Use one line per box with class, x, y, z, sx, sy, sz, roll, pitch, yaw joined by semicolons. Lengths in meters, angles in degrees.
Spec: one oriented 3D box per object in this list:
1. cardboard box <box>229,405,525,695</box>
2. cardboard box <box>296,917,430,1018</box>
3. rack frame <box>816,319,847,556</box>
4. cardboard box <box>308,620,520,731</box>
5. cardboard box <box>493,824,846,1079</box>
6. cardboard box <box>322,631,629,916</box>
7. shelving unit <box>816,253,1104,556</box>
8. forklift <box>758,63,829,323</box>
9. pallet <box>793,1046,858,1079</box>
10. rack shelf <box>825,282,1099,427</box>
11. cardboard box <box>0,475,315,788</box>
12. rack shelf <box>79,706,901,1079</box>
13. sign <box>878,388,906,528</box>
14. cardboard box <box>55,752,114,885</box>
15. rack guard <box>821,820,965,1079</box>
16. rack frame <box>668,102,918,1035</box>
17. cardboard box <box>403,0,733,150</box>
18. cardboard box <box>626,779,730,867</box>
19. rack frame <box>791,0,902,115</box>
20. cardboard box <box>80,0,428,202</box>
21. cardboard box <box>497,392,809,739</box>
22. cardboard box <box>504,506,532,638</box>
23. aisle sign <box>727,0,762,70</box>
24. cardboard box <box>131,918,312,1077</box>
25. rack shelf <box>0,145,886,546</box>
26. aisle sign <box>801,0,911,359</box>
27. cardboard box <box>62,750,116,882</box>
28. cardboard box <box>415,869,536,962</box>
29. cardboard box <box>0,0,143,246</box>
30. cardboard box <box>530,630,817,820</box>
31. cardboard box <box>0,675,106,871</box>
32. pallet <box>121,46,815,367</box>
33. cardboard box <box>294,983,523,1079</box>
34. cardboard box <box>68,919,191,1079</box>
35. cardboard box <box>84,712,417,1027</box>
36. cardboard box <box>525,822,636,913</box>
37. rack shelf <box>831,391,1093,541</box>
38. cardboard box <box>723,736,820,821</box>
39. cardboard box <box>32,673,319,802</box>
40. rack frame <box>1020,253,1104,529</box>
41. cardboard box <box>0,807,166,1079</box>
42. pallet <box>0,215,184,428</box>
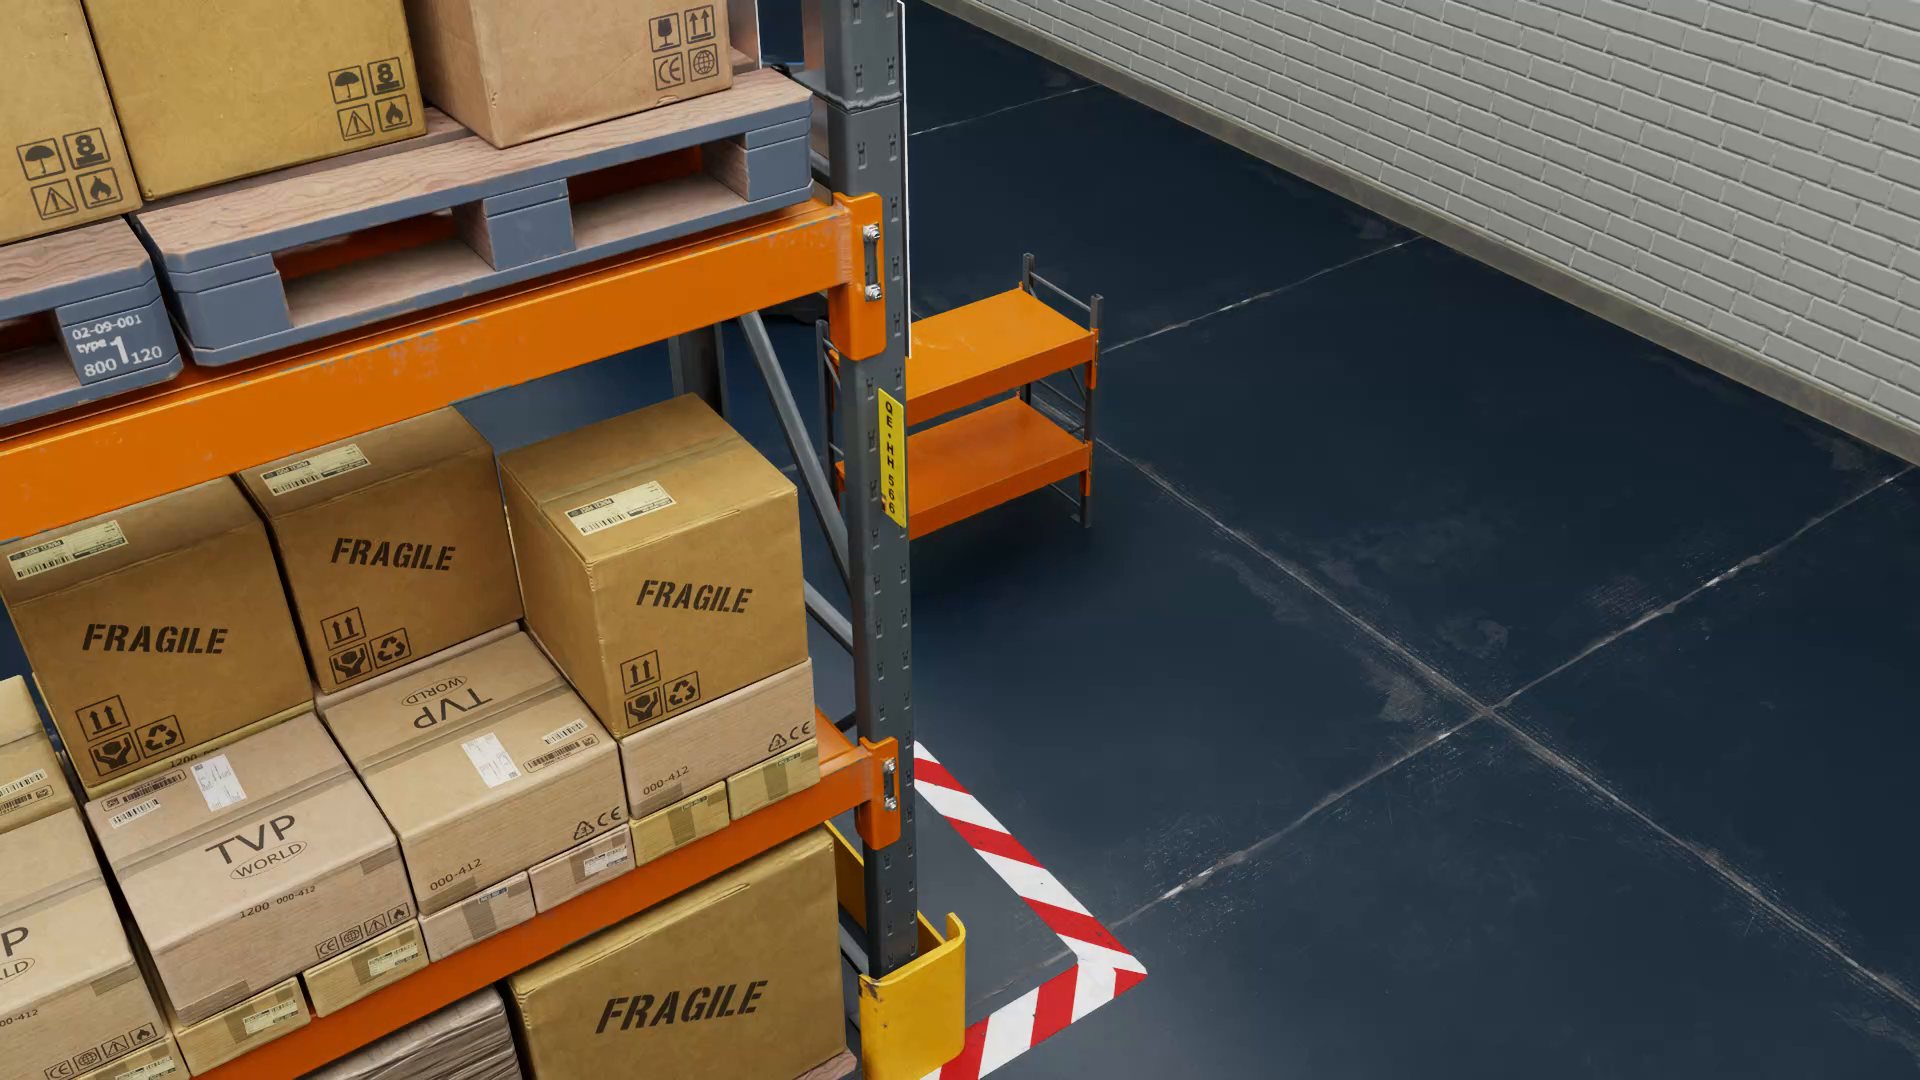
cardboard box;-1.412;-0.043;3.972;0.500;0.500;0.500;-23;42;-29
cardboard box;-1.391;0.844;3.723;0.250;0.149;0.380;-23;42;-29
rack frame;-0.410;-0.288;6.687;0.032;1.125;0.500;-22;41;-28
cardboard box;-1.424;0.271;4.177;0.500;0.250;0.500;-23;42;-28
cardboard box;-0.932;1.066;4.659;0.875;0.875;0.875;-22;41;-28
cardboard box;-1.113;0.521;3.831;0.500;0.250;0.500;-23;42;-29
shelving unit;0.006;-0.459;6.925;1.048;1.125;0.538;-22;41;-28
forklift;-2.041;-2.669;8.451;3.031;2.935;1.130;2;36;3
pallet;-1.064;1.559;4.902;1.213;0.211;1.003;-22;41;-28
rack shelf;0.006;-0.697;6.754;1.000;0.278;0.538;-22;41;-28
cardboard box;-1.832;0.134;3.726;0.500;0.500;0.500;-24;42;-29
rack shelf;-2.090;1.085;3.788;4.000;0.370;1.077;-22;41;-28
sign;-0.154;-0.182;3.739;0.005;0.325;0.100;-22;41;-28
cardboard box;-2.192;0.703;3.919;0.250;0.149;0.380;-23;42;-29
rack guard;-0.436;1.127;5.254;0.348;0.500;1.175;-22;41;-28
rack frame;-0.455;0.121;4.513;0.127;3.000;1.000;-22;41;-28
cardboard box;-0.849;-1.148;3.178;0.500;0.500;0.700;-25;43;-30
cardboard box;-0.768;0.588;4.079;0.250;0.149;0.380;-22;41;-27
rack frame;-0.455;-2.315;2.762;0.127;3.000;1.000;-22;41;-28
cardboard box;-1.379;-1.017;2.995;0.500;0.500;0.700;-24;42;-29
cardboard box;-0.702;0.046;3.849;0.500;0.500;0.500;-22;41;-27
cardboard box;-1.003;0.093;4.425;0.500;0.250;0.500;-24;42;-29
aisle sign;-0.569;-1.102;3.987;0.004;0.787;0.394;-22;41;-28
cardboard box;-1.602;0.931;3.601;0.250;0.149;0.380;-22;41;-28
rack shelf;-2.090;-0.132;2.912;4.000;0.370;1.077;-22;41;-28
aisle sign;-0.224;-0.816;3.589;0.004;0.787;0.394;-22;41;-28
cardboard box;-1.985;0.618;4.037;0.250;0.149;0.380;-23;42;-28
cardboard box;-1.179;0.756;3.846;0.250;0.149;0.380;-22;41;-27
cardboard box;-1.774;-0.820;2.721;0.500;0.500;0.700;-25;43;-31
cardboard box;-0.698;0.350;4.067;0.500;0.250;0.500;-23;42;-29
cardboard box;-2.260;0.617;3.697;0.500;0.250;0.500;-23;42;-29
pallet;-1.056;-0.807;3.309;1.213;0.211;1.003;-22;41;-28
cardboard box;-1.676;1.372;4.233;0.875;0.875;0.875;-22;41;-28
cardboard box;-1.806;1.014;3.487;0.250;0.149;0.380;-22;41;-27
cardboard box;-1.529;0.692;3.592;0.500;0.250;0.500;-24;42;-29
cardboard box;-0.975;0.672;3.962;0.250;0.149;0.380;-22;41;-28
rack shelf;0.006;-0.260;7.067;1.000;0.278;0.538;-22;41;-28
cardboard box;-0.557;0.500;4.202;0.250;0.149;0.380;-22;41;-27
cardboard box;-1.837;0.439;3.945;0.500;0.250;0.500;-24;42;-29
rack frame;0.421;-0.630;7.162;0.032;1.125;0.500;-22;41;-28
cardboard box;-1.953;0.869;3.346;0.500;0.250;0.500;-22;41;-28
pallet;-2.054;-0.394;2.736;1.213;0.211;1.003;-22;41;-28
